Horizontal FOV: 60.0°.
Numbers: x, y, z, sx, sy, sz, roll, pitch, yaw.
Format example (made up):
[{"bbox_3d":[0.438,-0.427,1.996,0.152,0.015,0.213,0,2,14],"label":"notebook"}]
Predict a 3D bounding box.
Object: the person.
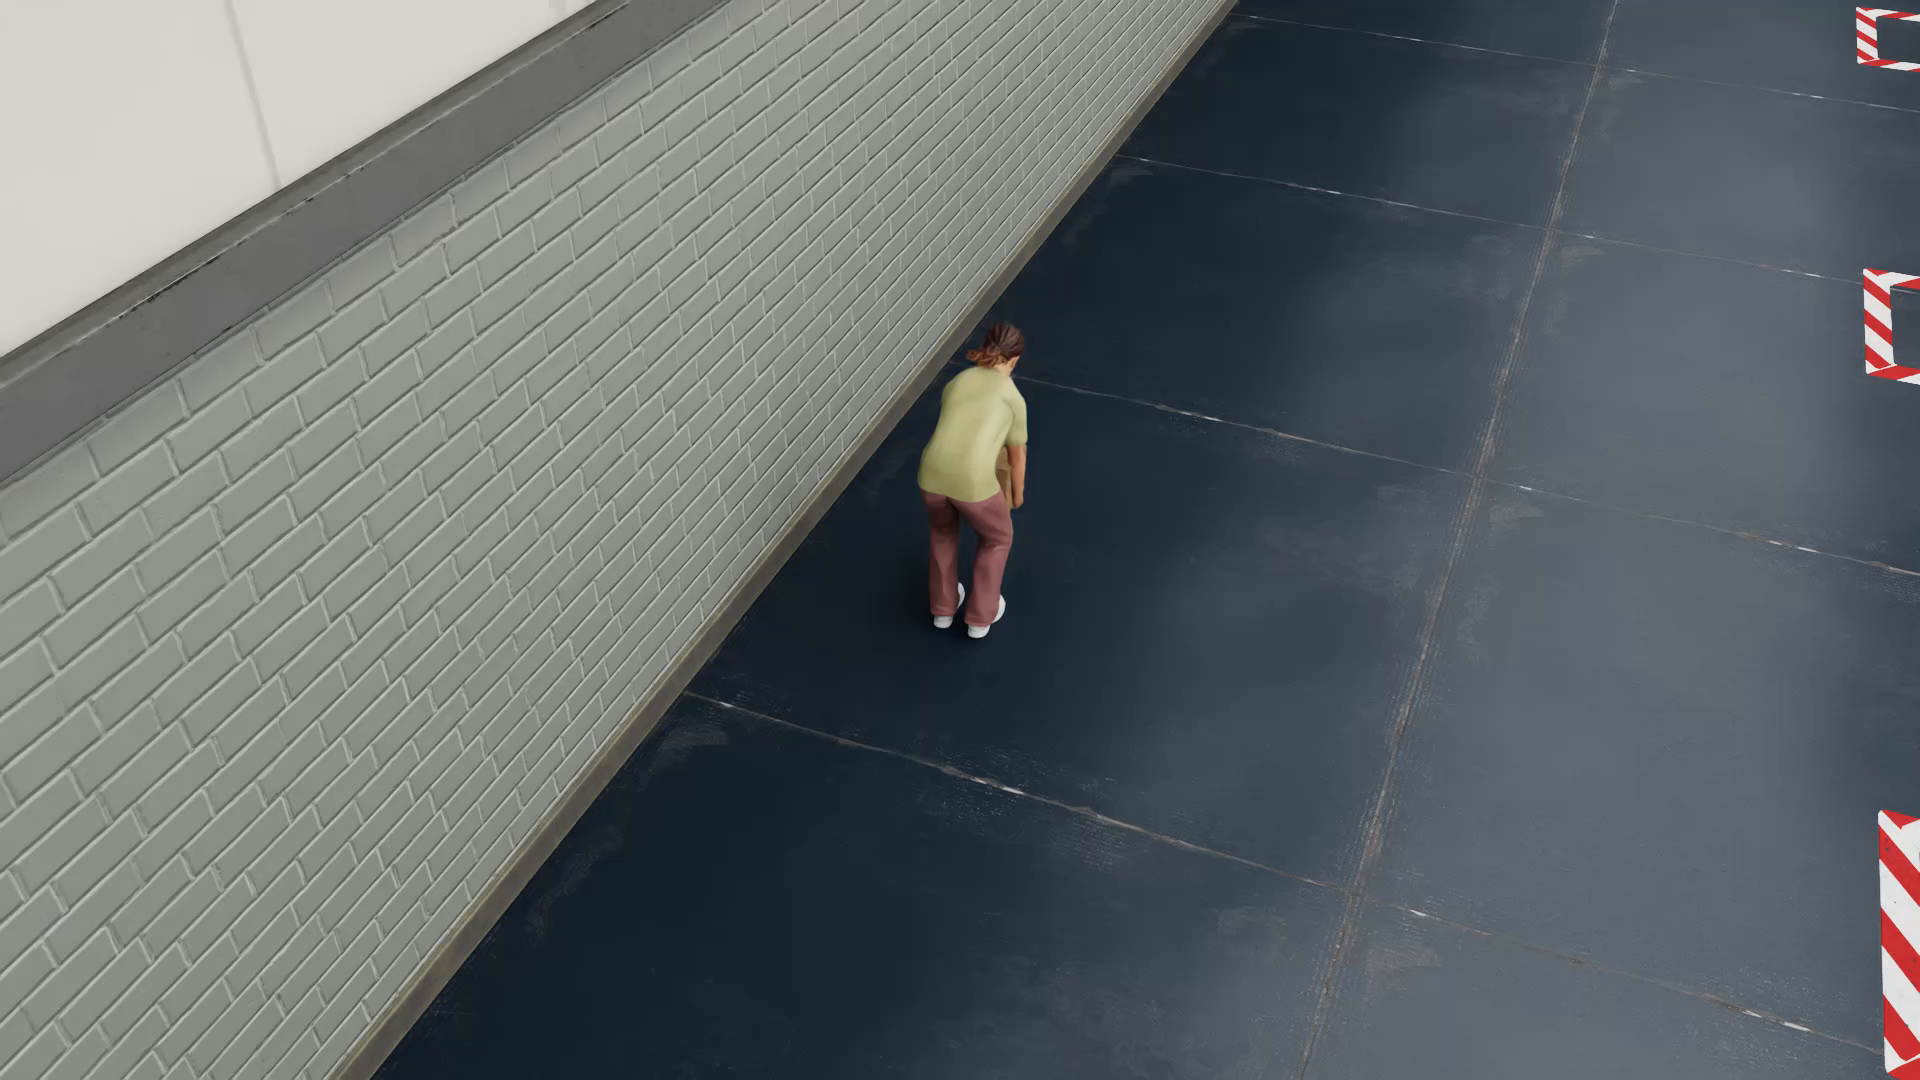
[{"bbox_3d":[0.085,-0.251,7.447,0.398,1.310,0.813,13,40,17],"label":"person"}]
